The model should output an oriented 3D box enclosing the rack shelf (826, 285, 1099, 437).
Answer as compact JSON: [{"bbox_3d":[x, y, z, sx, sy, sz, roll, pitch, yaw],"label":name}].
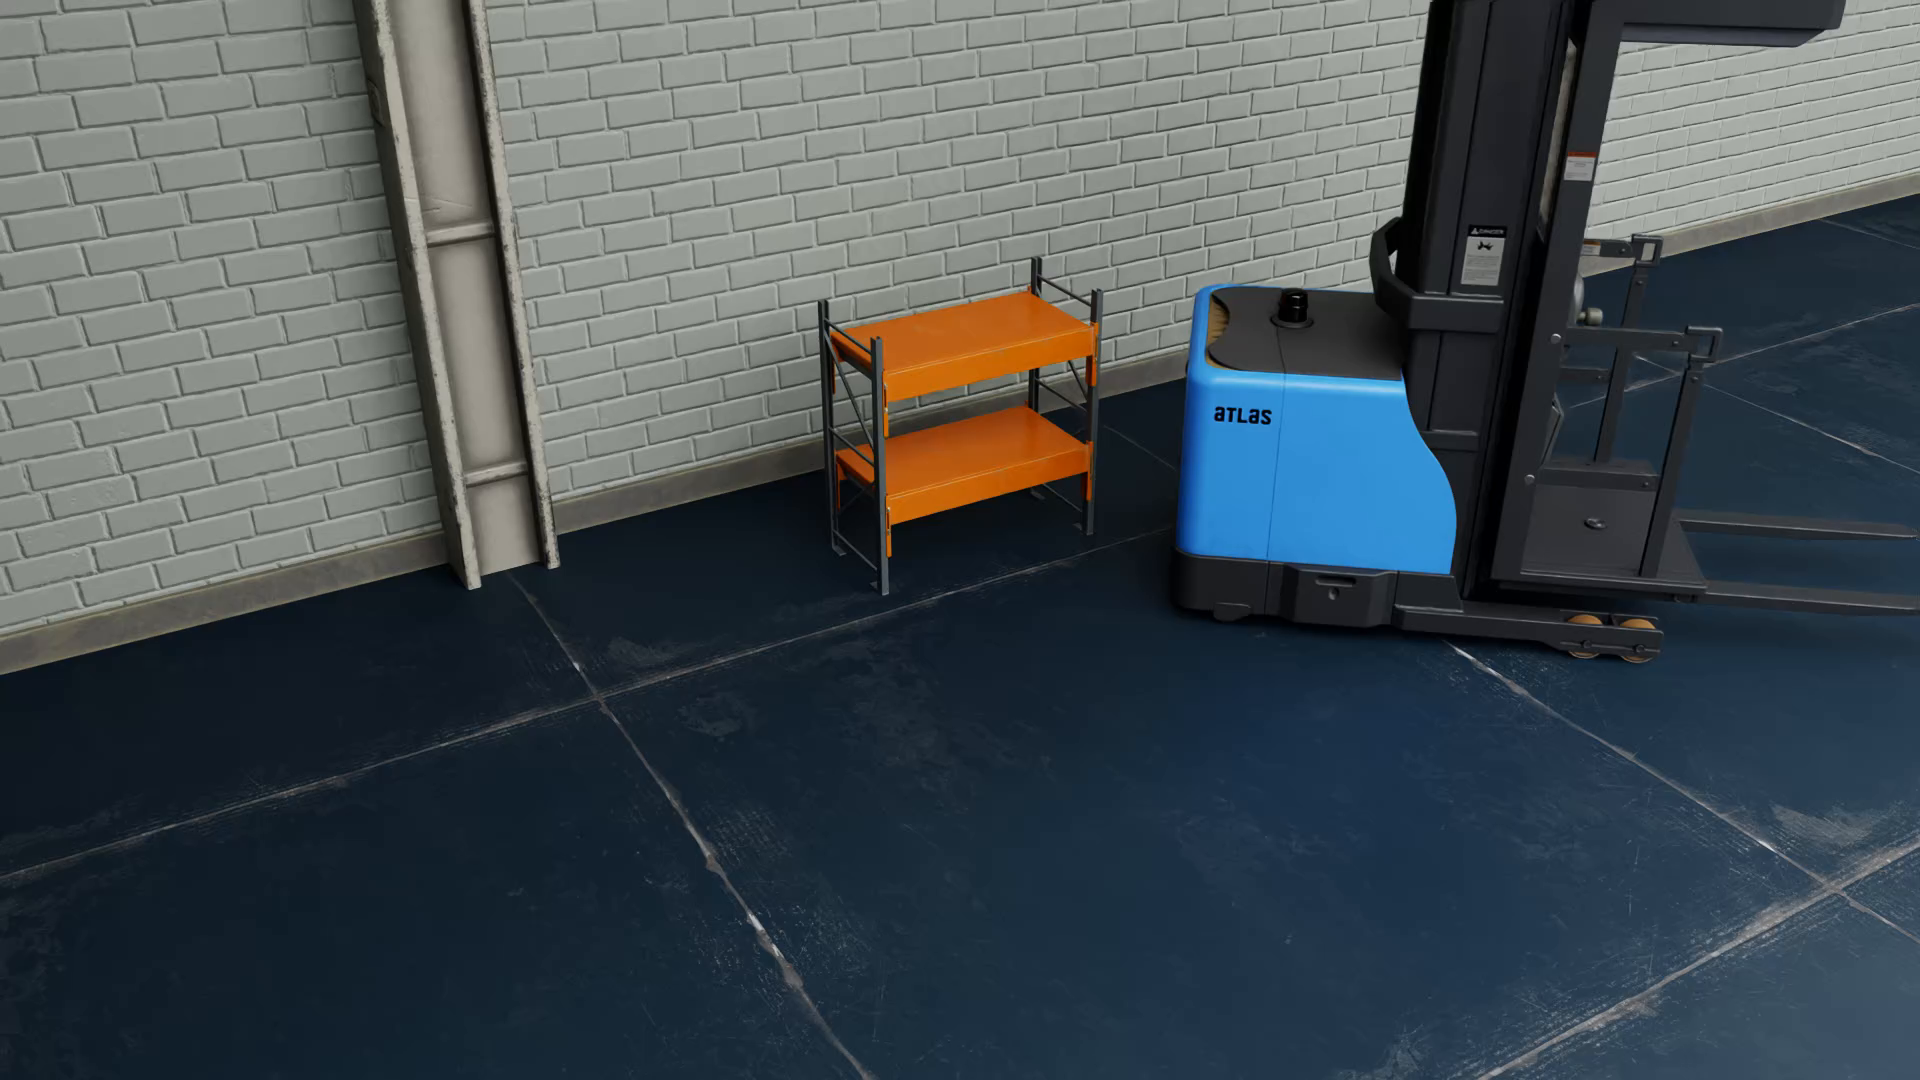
[{"bbox_3d":[0.006,-0.750,6.840,1.000,0.278,0.538,-16,33,-26],"label":"rack shelf"}]

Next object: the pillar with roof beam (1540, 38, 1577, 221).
[{"bbox_3d":[5.413,-3.520,4.315,0.400,9.000,9.100,-16,33,-26],"label":"pillar with roof beam"}]

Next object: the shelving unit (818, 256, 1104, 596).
[{"bbox_3d":[0.006,-0.494,6.981,1.048,1.125,0.538,-16,33,-26],"label":"shelving unit"}]

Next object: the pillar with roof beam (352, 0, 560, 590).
[{"bbox_3d":[0.240,-2.051,1.654,0.400,9.000,9.100,-16,33,-26],"label":"pillar with roof beam"}]

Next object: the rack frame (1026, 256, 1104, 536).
[{"bbox_3d":[0.444,-0.619,7.207,0.032,1.125,0.500,-16,33,-26],"label":"rack frame"}]

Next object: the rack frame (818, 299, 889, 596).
[{"bbox_3d":[-0.432,-0.370,6.756,0.032,1.125,0.500,-16,33,-26],"label":"rack frame"}]

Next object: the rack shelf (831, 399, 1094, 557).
[{"bbox_3d":[0.006,-0.280,7.099,1.000,0.278,0.538,-16,33,-26],"label":"rack shelf"}]

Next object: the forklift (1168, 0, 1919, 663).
[{"bbox_3d":[2.402,-1.088,6.187,3.031,2.935,1.130,4,29,8],"label":"forklift"}]
